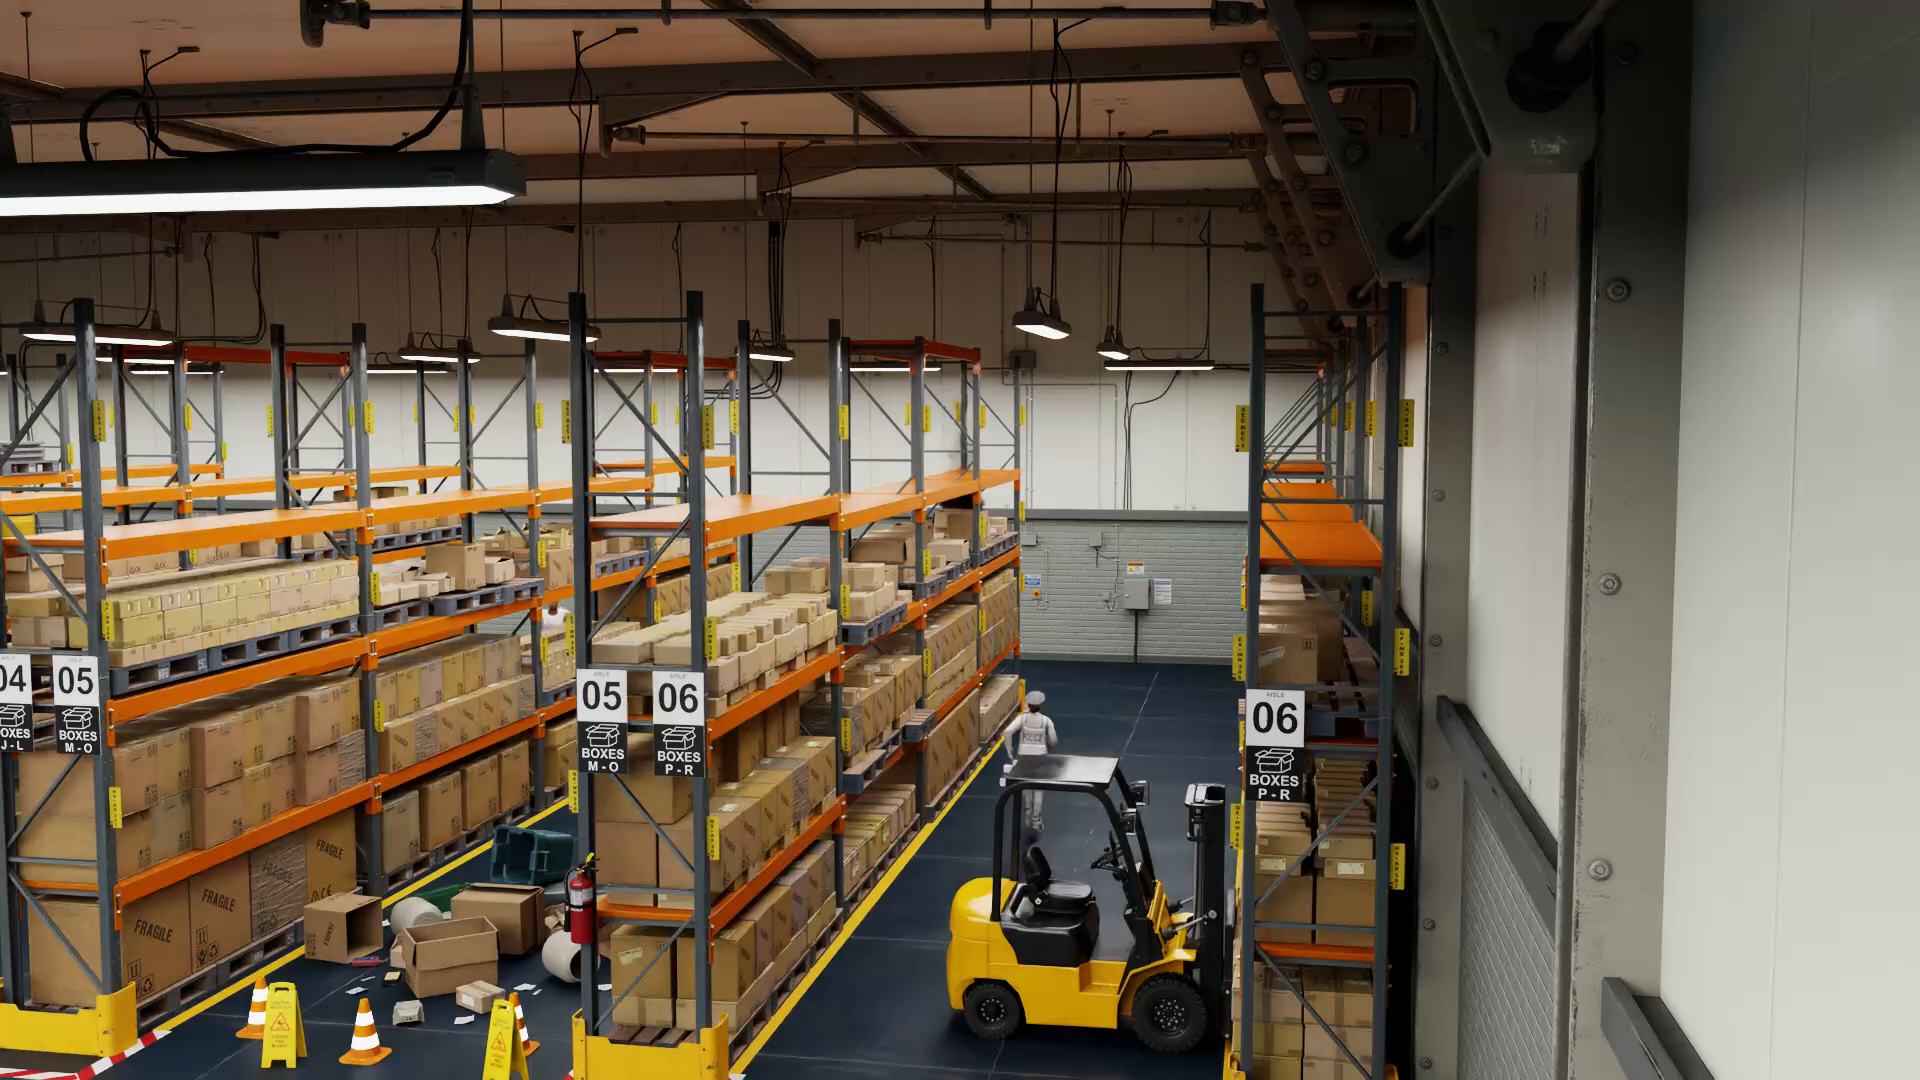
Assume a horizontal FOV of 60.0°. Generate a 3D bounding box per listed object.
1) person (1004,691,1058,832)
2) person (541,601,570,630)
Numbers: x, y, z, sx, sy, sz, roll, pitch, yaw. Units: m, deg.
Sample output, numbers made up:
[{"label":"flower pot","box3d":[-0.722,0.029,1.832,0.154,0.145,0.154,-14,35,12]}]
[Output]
[{"label":"person","box3d":[0.862,2.701,20.182,0.620,1.725,0.856,1,5,12]},{"label":"person","box3d":[-7.378,1.859,30.342,0.686,1.751,0.882,0,5,2]}]
